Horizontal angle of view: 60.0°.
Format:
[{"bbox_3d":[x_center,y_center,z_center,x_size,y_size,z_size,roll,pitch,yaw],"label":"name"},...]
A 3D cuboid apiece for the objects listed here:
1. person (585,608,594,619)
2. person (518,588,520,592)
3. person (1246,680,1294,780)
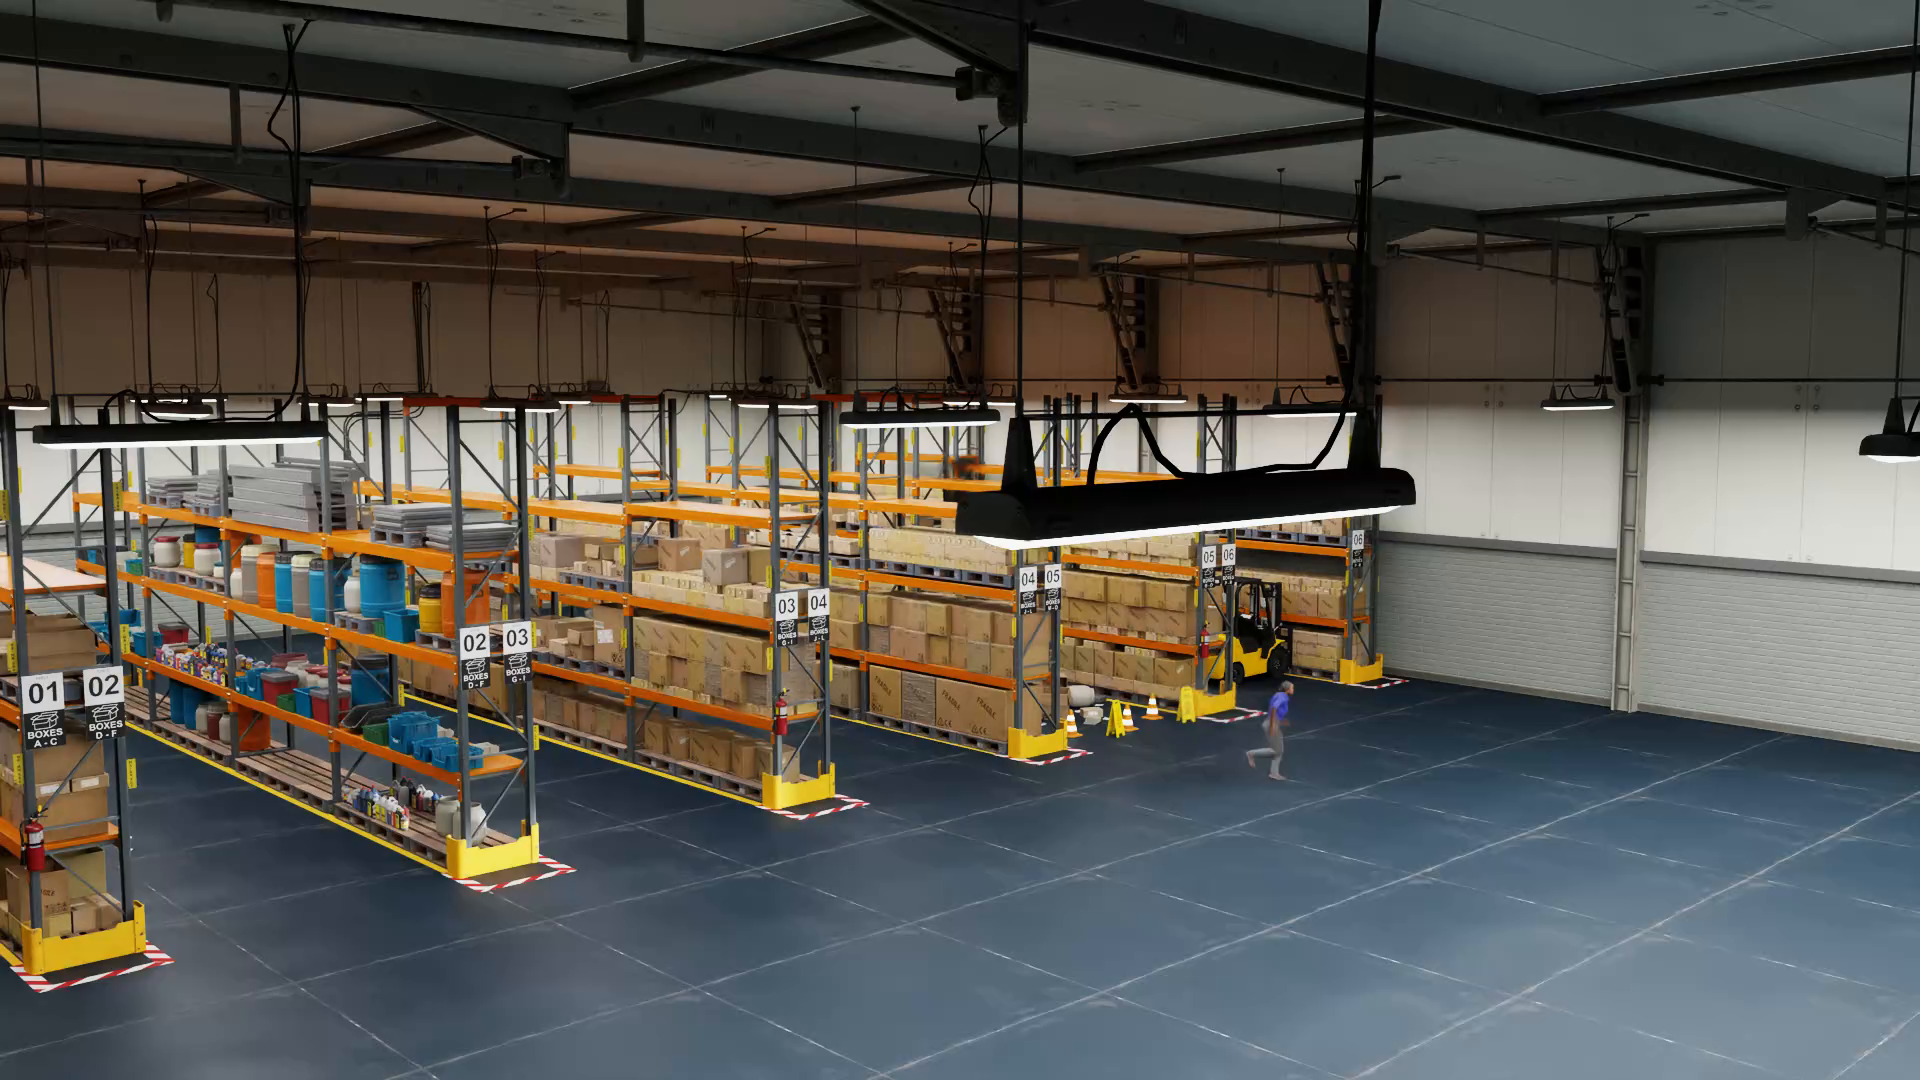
[{"bbox_3d":[-9.034,1.559,41.182,0.904,1.585,0.562,-3,6,-25],"label":"person"},{"bbox_3d":[-9.855,1.873,37.530,0.634,1.723,0.798,-4,7,-39],"label":"person"},{"bbox_3d":[4.914,3.019,26.392,0.766,1.599,0.569,-1,6,-5],"label":"person"}]
